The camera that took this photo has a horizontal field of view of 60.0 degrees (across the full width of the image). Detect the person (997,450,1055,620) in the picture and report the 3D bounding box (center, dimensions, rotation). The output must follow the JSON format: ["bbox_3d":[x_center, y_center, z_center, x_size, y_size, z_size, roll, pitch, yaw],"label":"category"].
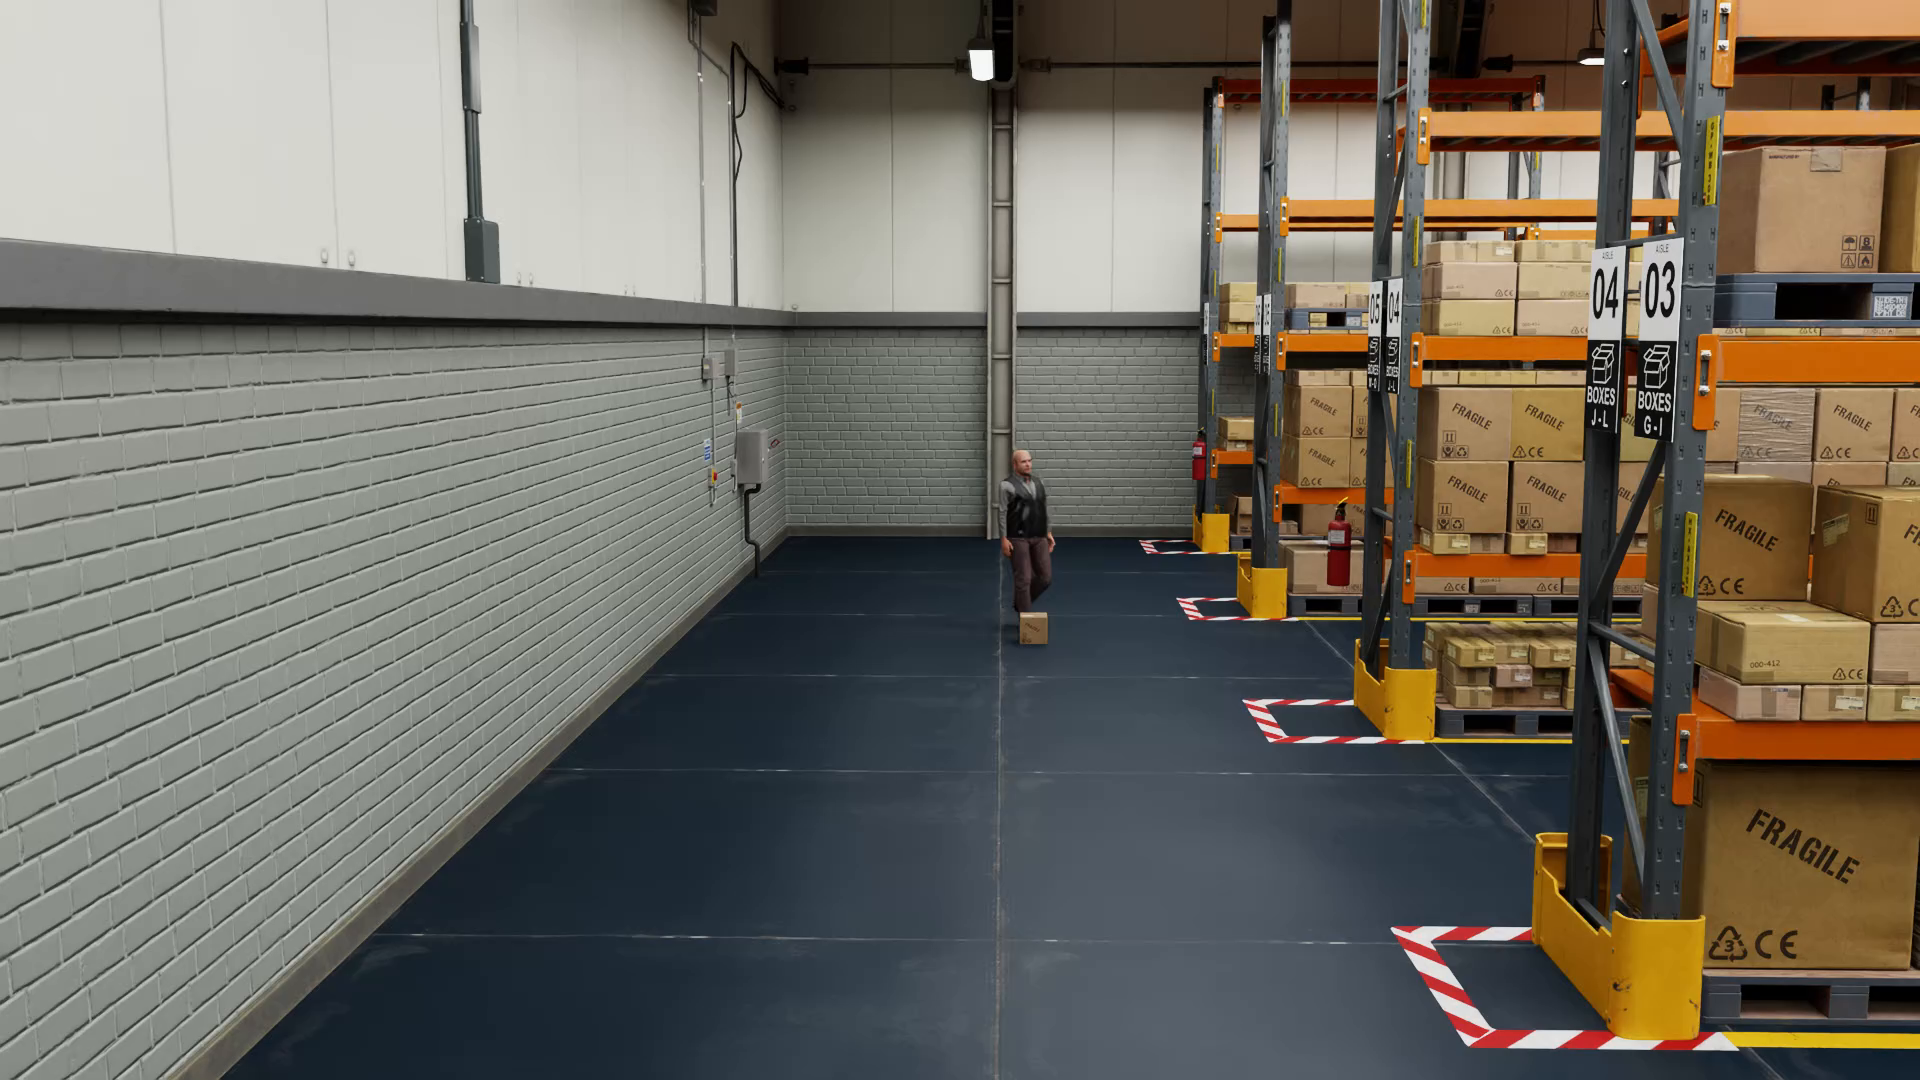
[{"bbox_3d":[0.628,0.004,15.793,0.571,1.723,0.562,-5,9,-34],"label":"person"}]
